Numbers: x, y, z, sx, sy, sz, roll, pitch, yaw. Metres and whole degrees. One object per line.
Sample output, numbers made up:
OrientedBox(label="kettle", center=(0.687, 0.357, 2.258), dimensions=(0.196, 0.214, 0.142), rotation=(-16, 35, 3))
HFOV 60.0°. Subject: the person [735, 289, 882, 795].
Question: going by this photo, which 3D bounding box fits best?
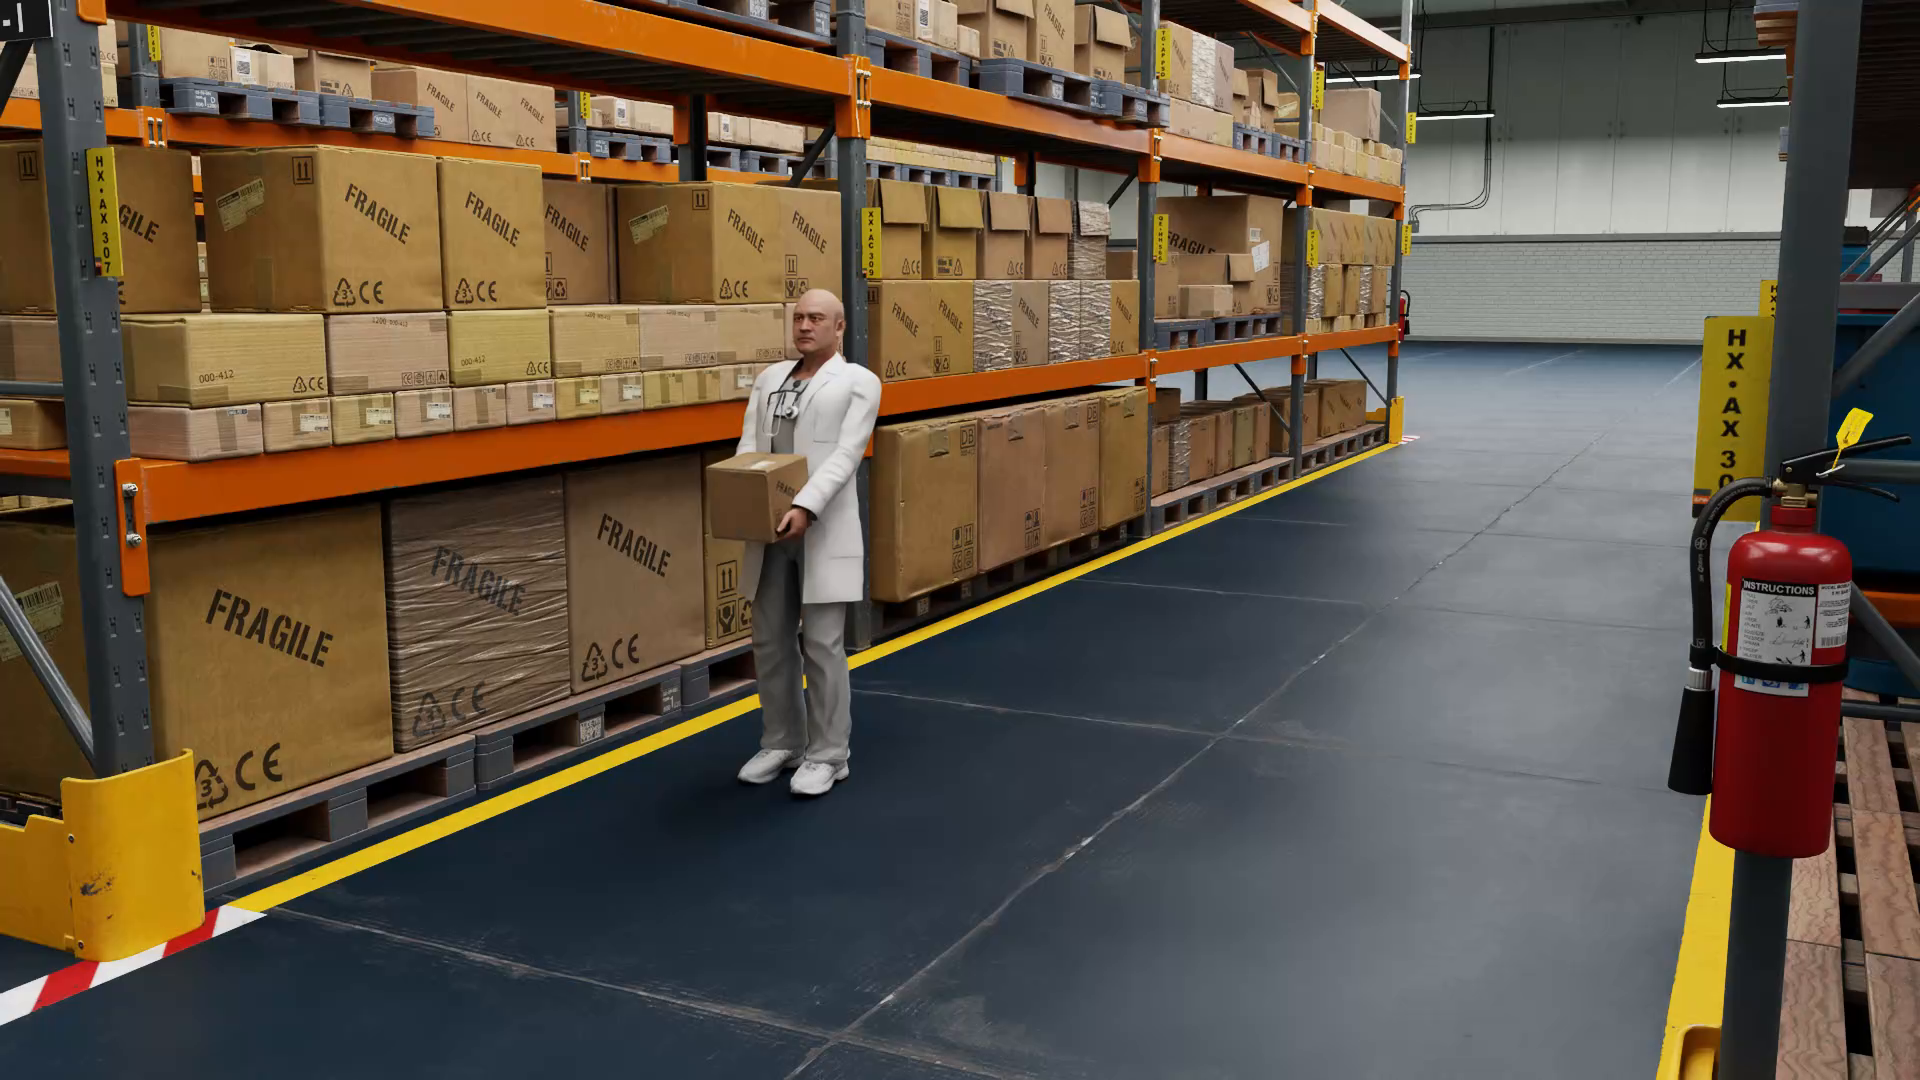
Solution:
OrientedBox(label="person", center=(-0.594, 0.007, 5.884), dimensions=(0.529, 1.771, 0.555), rotation=(5, 10, 27))
